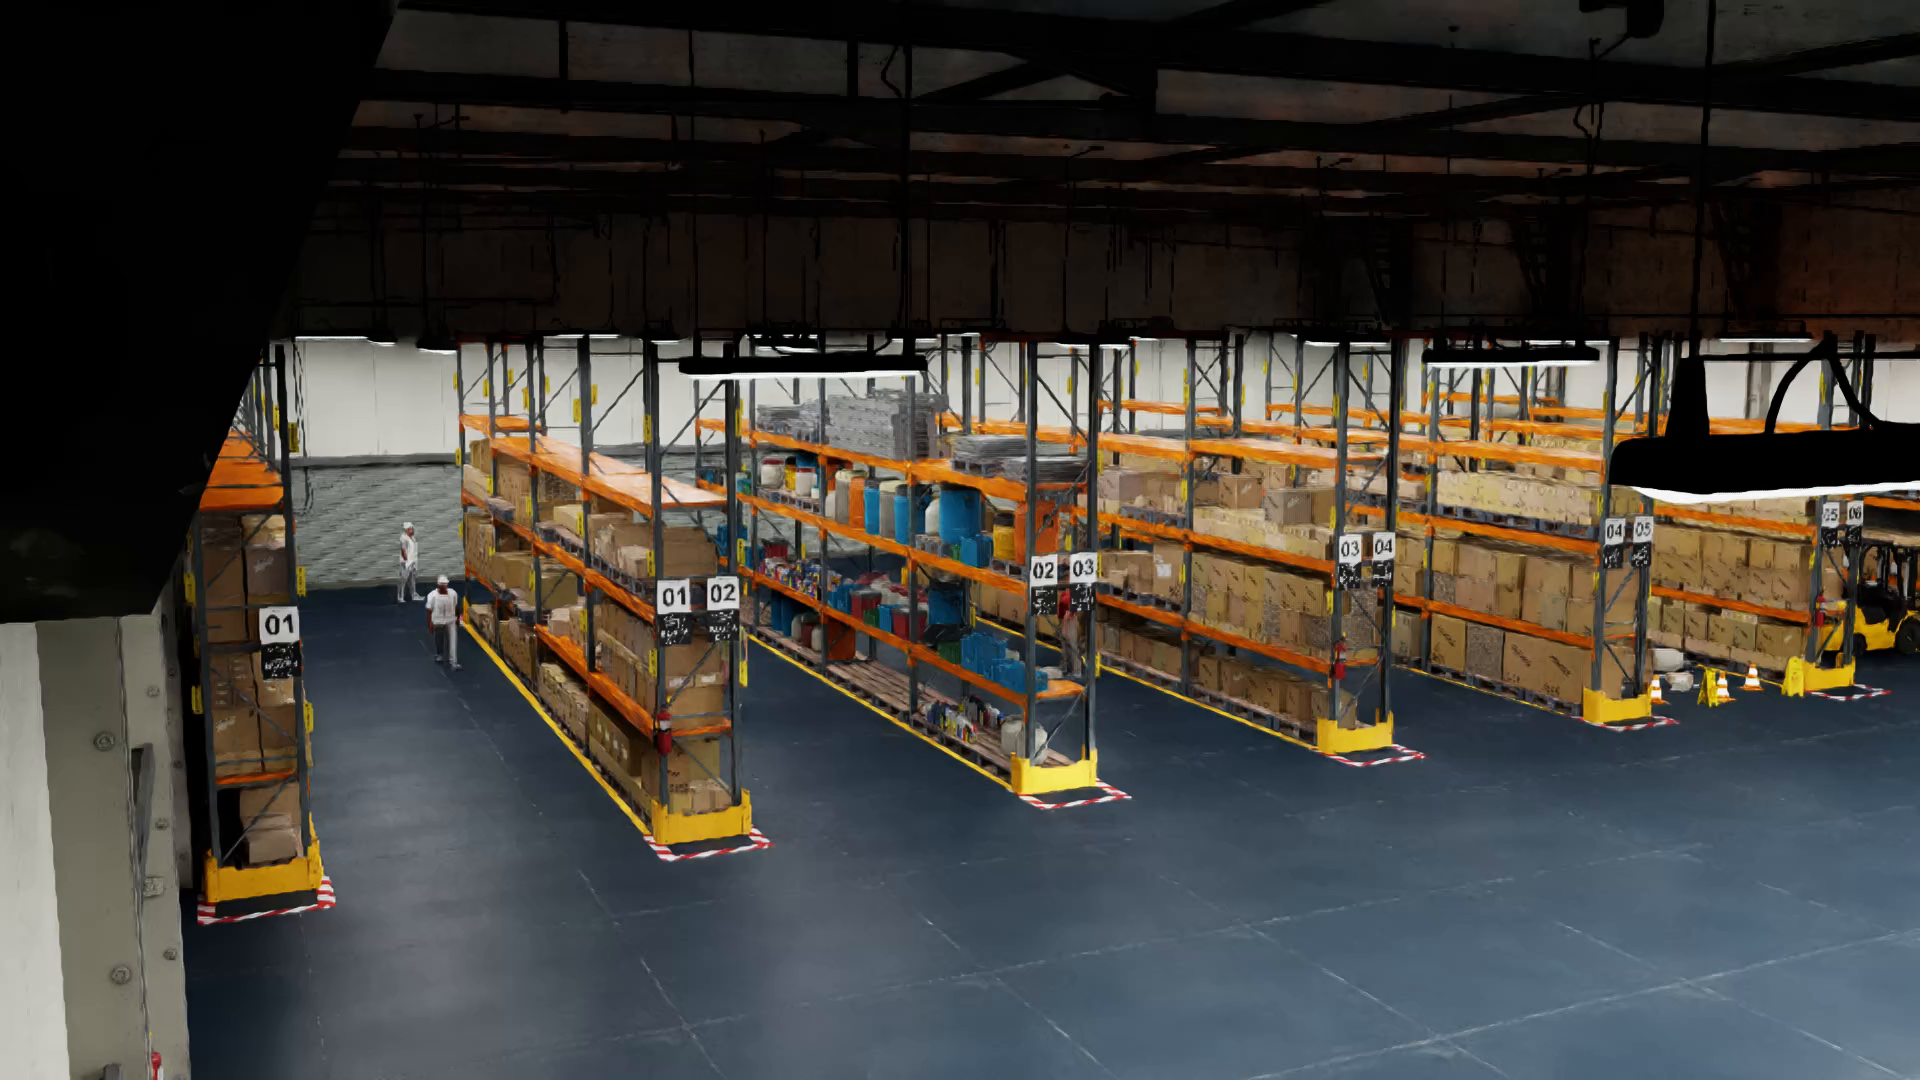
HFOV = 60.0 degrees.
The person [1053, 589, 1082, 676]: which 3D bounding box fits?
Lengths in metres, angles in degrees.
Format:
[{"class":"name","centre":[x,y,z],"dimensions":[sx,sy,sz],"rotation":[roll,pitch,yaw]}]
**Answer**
[{"class":"person","centre":[1.869,1.512,29.363],"dimensions":[0.580,1.721,0.655],"rotation":[1,8,5]}]

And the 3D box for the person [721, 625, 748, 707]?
[{"class":"person","centre":[-3.703,1.928,26.836],"dimensions":[0.598,1.619,0.507],"rotation":[-4,9,-26]}]

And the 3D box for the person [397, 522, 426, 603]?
[{"class":"person","centre":[-12.209,0.483,36.824],"dimensions":[0.495,1.789,0.644],"rotation":[0,8,4]}]

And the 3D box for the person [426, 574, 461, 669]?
[{"class":"person","centre":[-9.311,1.452,29.974],"dimensions":[0.577,1.687,1.121],"rotation":[-3,8,-22]}]
